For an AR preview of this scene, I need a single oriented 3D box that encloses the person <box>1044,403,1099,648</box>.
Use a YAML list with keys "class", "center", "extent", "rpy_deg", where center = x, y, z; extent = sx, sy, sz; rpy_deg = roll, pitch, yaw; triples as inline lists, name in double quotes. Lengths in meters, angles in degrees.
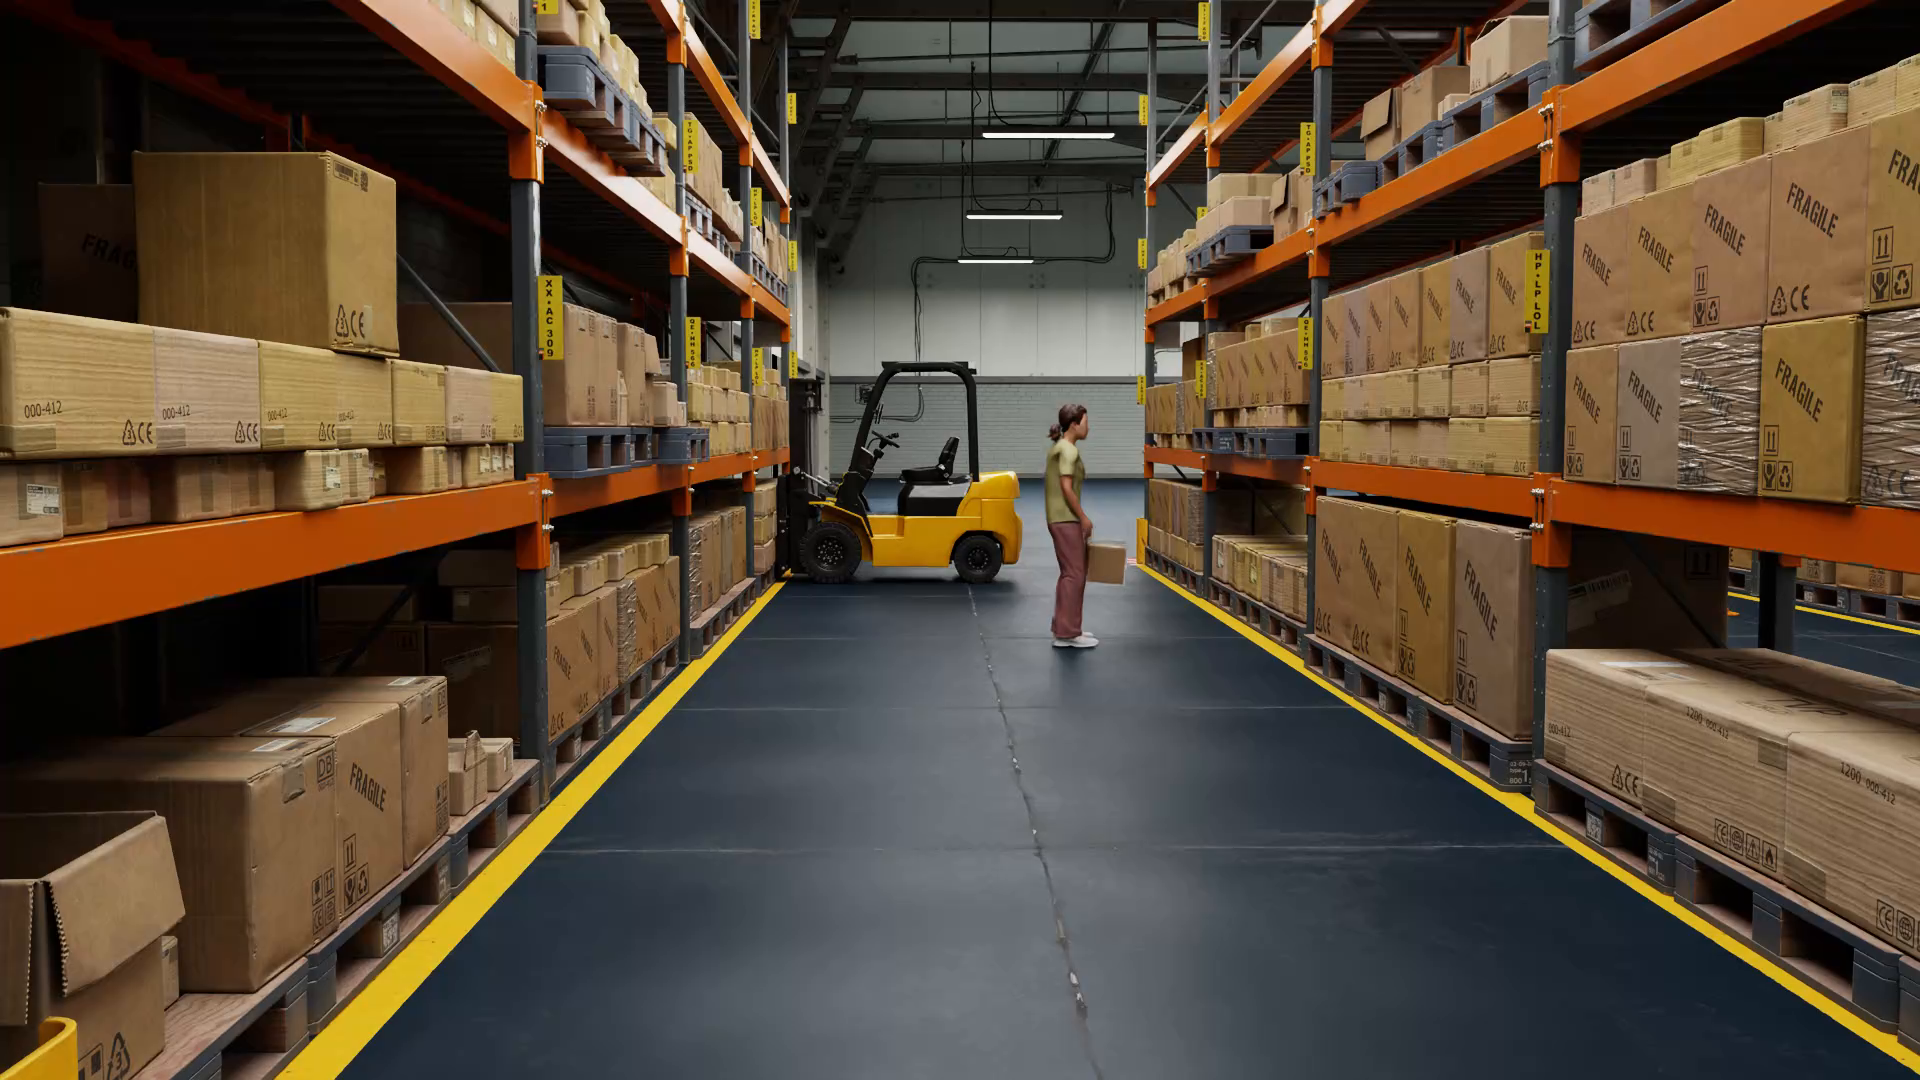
- class: "person"
  center: [0.769, -0.108, 11.546]
  extent: [0.364, 1.676, 0.480]
  rpy_deg: [0, 4, -3]
